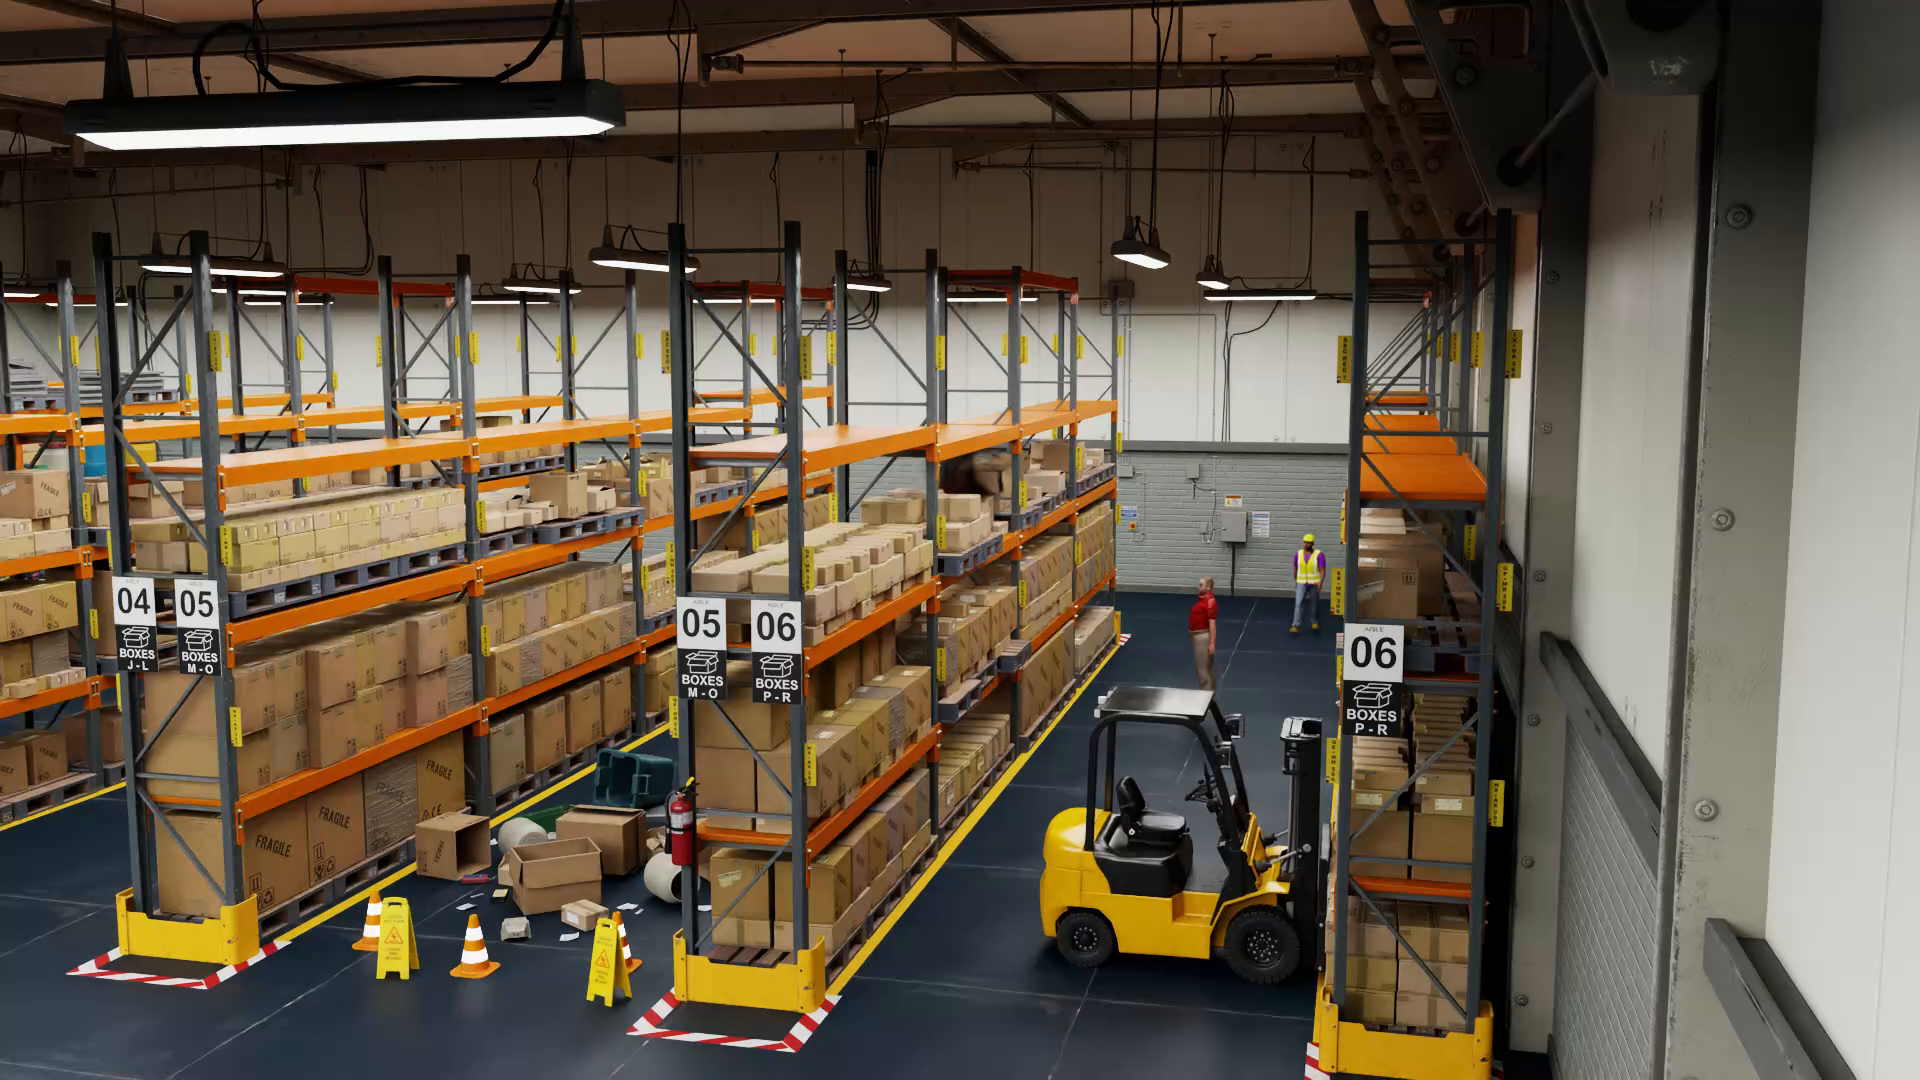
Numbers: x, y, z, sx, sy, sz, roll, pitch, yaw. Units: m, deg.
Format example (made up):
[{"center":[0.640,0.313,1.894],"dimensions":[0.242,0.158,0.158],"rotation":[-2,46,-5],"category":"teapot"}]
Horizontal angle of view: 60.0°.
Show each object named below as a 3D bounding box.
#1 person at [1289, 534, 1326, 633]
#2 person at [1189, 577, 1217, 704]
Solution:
[{"center":[6.058,0.752,28.976],"dimensions":[0.593,1.704,1.041],"rotation":[3,8,25],"category":"person"},{"center":[3.211,1.340,21.974],"dimensions":[0.394,1.727,0.595],"rotation":[2,7,13],"category":"person"}]
